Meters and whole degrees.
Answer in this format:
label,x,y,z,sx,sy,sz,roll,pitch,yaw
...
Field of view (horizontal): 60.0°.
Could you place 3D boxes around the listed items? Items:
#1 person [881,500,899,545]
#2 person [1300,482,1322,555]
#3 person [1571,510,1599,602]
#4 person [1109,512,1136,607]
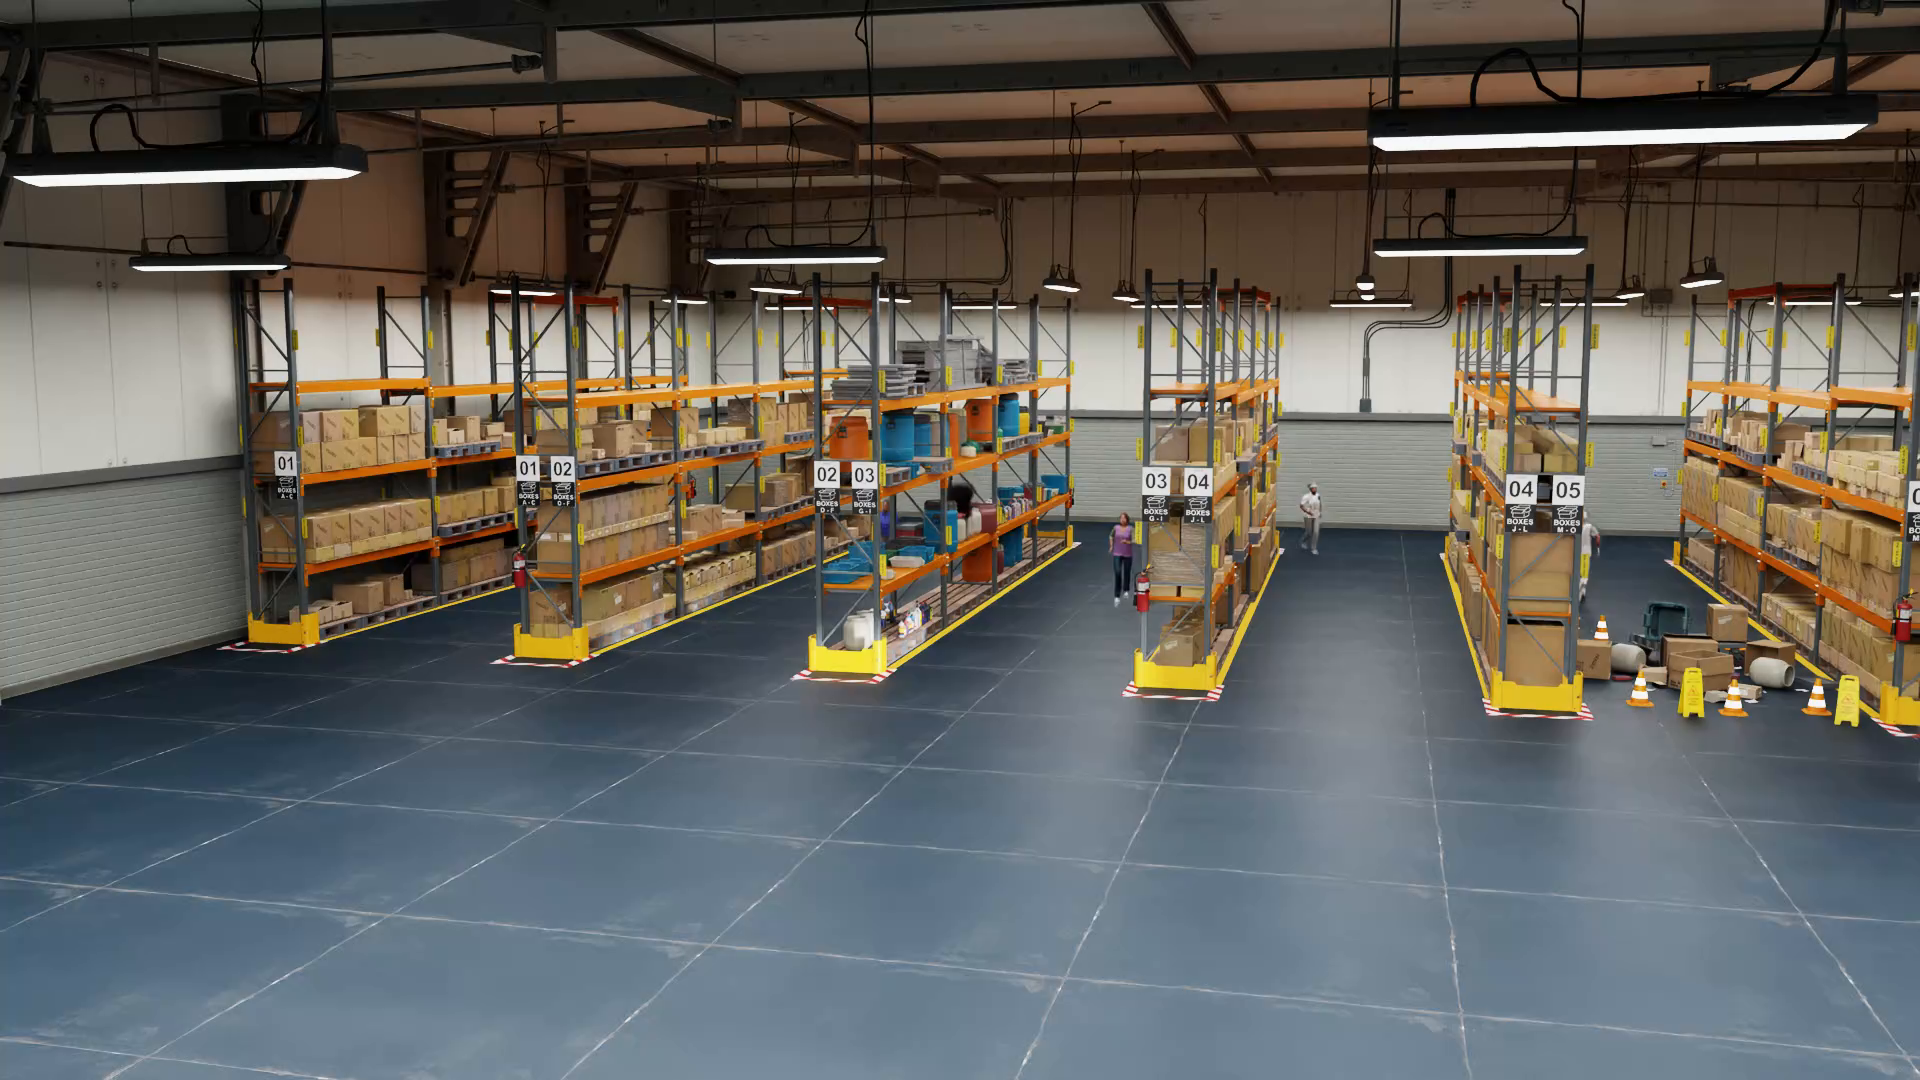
label,x,y,z,sx,sy,sz,roll,pitch,yaw
person,-1.418,0.045,32.313,0.559,1.660,0.725,2,7,16
person,8.295,-0.532,39.286,0.584,1.697,0.816,-1,7,-9
person,11.782,0.329,31.612,0.604,1.839,0.678,1,7,9
person,2.929,0.338,29.962,0.508,1.682,0.697,1,7,9
